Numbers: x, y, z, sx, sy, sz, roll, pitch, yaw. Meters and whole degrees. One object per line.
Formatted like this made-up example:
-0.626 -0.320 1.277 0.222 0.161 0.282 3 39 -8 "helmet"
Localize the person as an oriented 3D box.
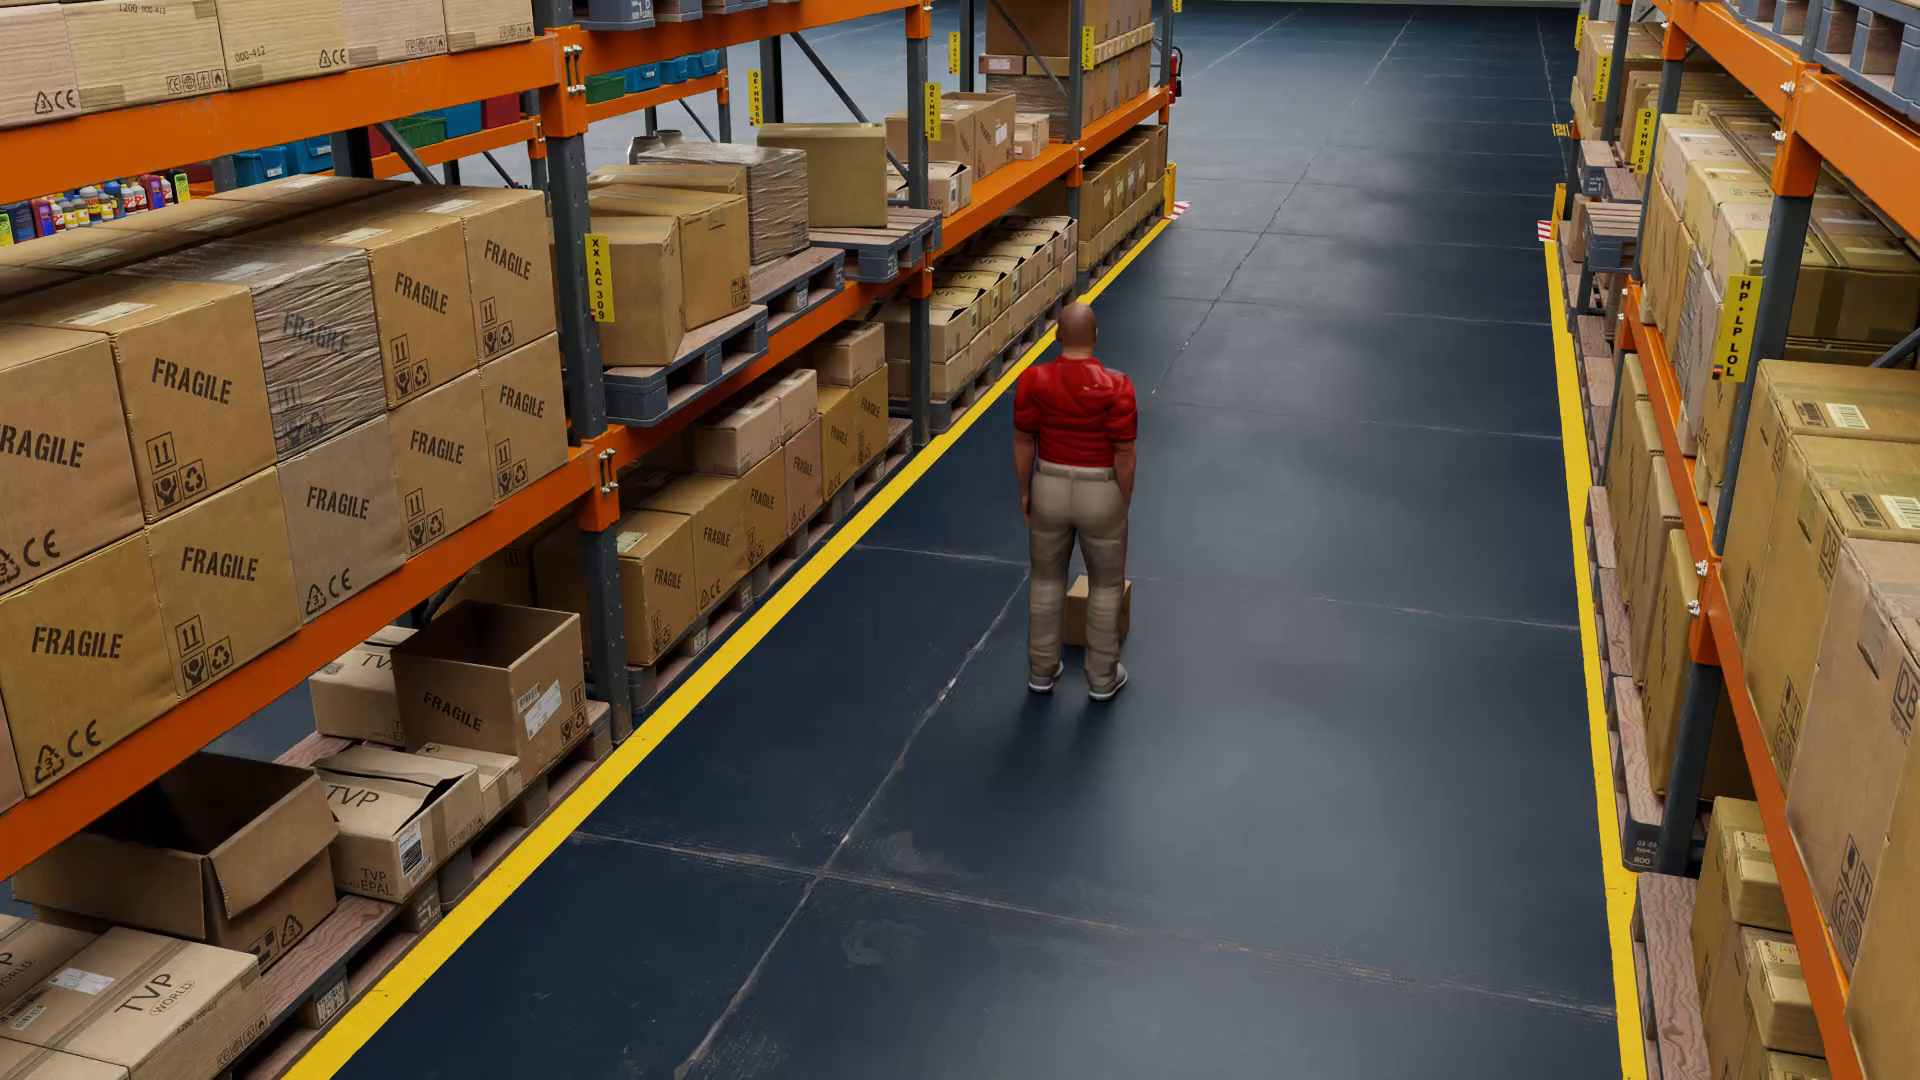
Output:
0.491 -0.171 7.048 0.526 1.723 0.361 7 23 17 "person"
